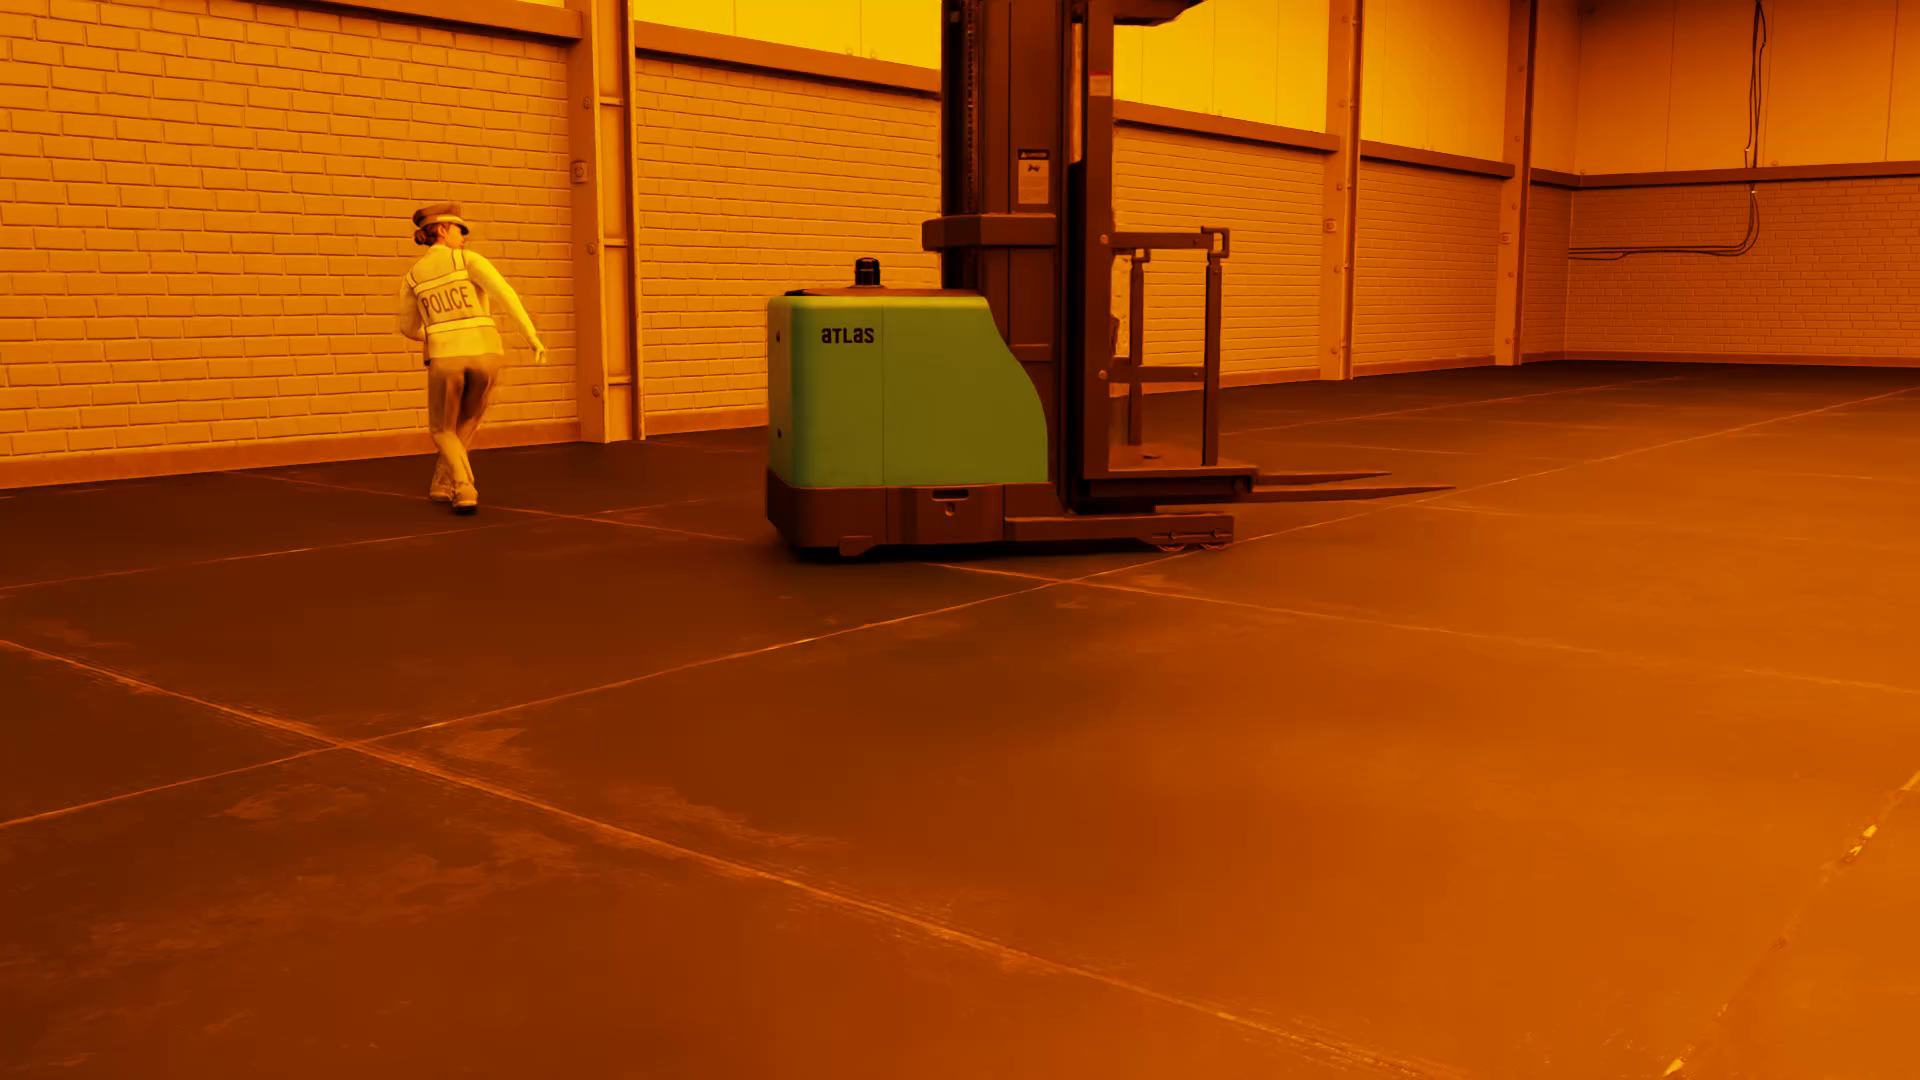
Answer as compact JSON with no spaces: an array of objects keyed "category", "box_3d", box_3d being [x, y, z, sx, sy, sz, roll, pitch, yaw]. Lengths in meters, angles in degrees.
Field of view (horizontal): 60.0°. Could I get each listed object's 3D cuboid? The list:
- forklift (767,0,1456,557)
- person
[{"category":"forklift","box_3d":[0.693,-1.468,7.316,3.031,2.935,1.130,-2,9,-13]},{"category":"person","box_3d":[-2.495,-0.930,8.519,0.722,1.553,0.753,-2,9,-14]}]
